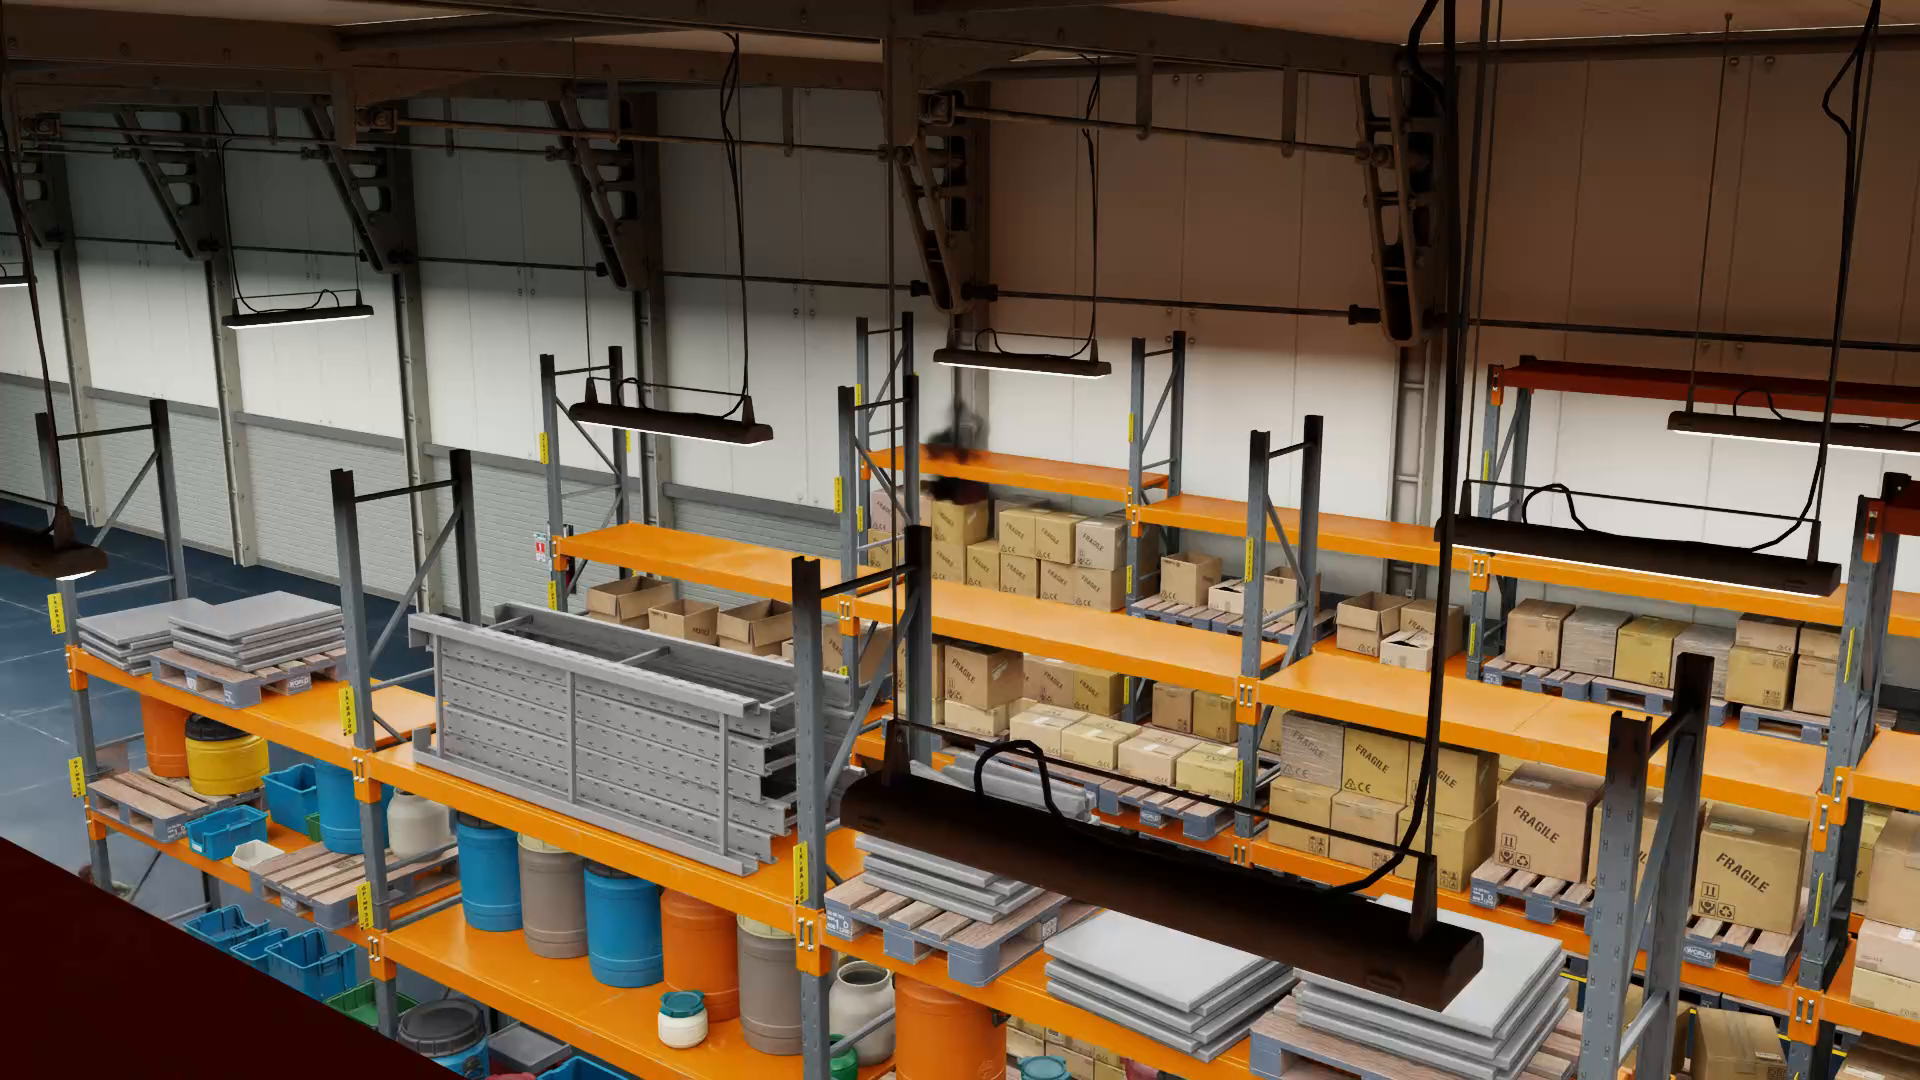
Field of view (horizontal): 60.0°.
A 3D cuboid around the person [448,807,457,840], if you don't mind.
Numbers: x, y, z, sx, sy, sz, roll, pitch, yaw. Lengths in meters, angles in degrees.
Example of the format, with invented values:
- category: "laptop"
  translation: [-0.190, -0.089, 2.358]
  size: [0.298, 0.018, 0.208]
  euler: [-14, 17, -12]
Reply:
- category: "person"
  translation: [-5.986, 2.926, 18.872]
  size: [0.598, 1.691, 0.699]
  euler: [-6, 14, -23]

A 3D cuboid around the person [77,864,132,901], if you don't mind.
- category: "person"
  translation: [-7.951, 3.750, 15.588]
  size: [0.678, 1.603, 0.540]
  euler: [-5, 14, -19]
